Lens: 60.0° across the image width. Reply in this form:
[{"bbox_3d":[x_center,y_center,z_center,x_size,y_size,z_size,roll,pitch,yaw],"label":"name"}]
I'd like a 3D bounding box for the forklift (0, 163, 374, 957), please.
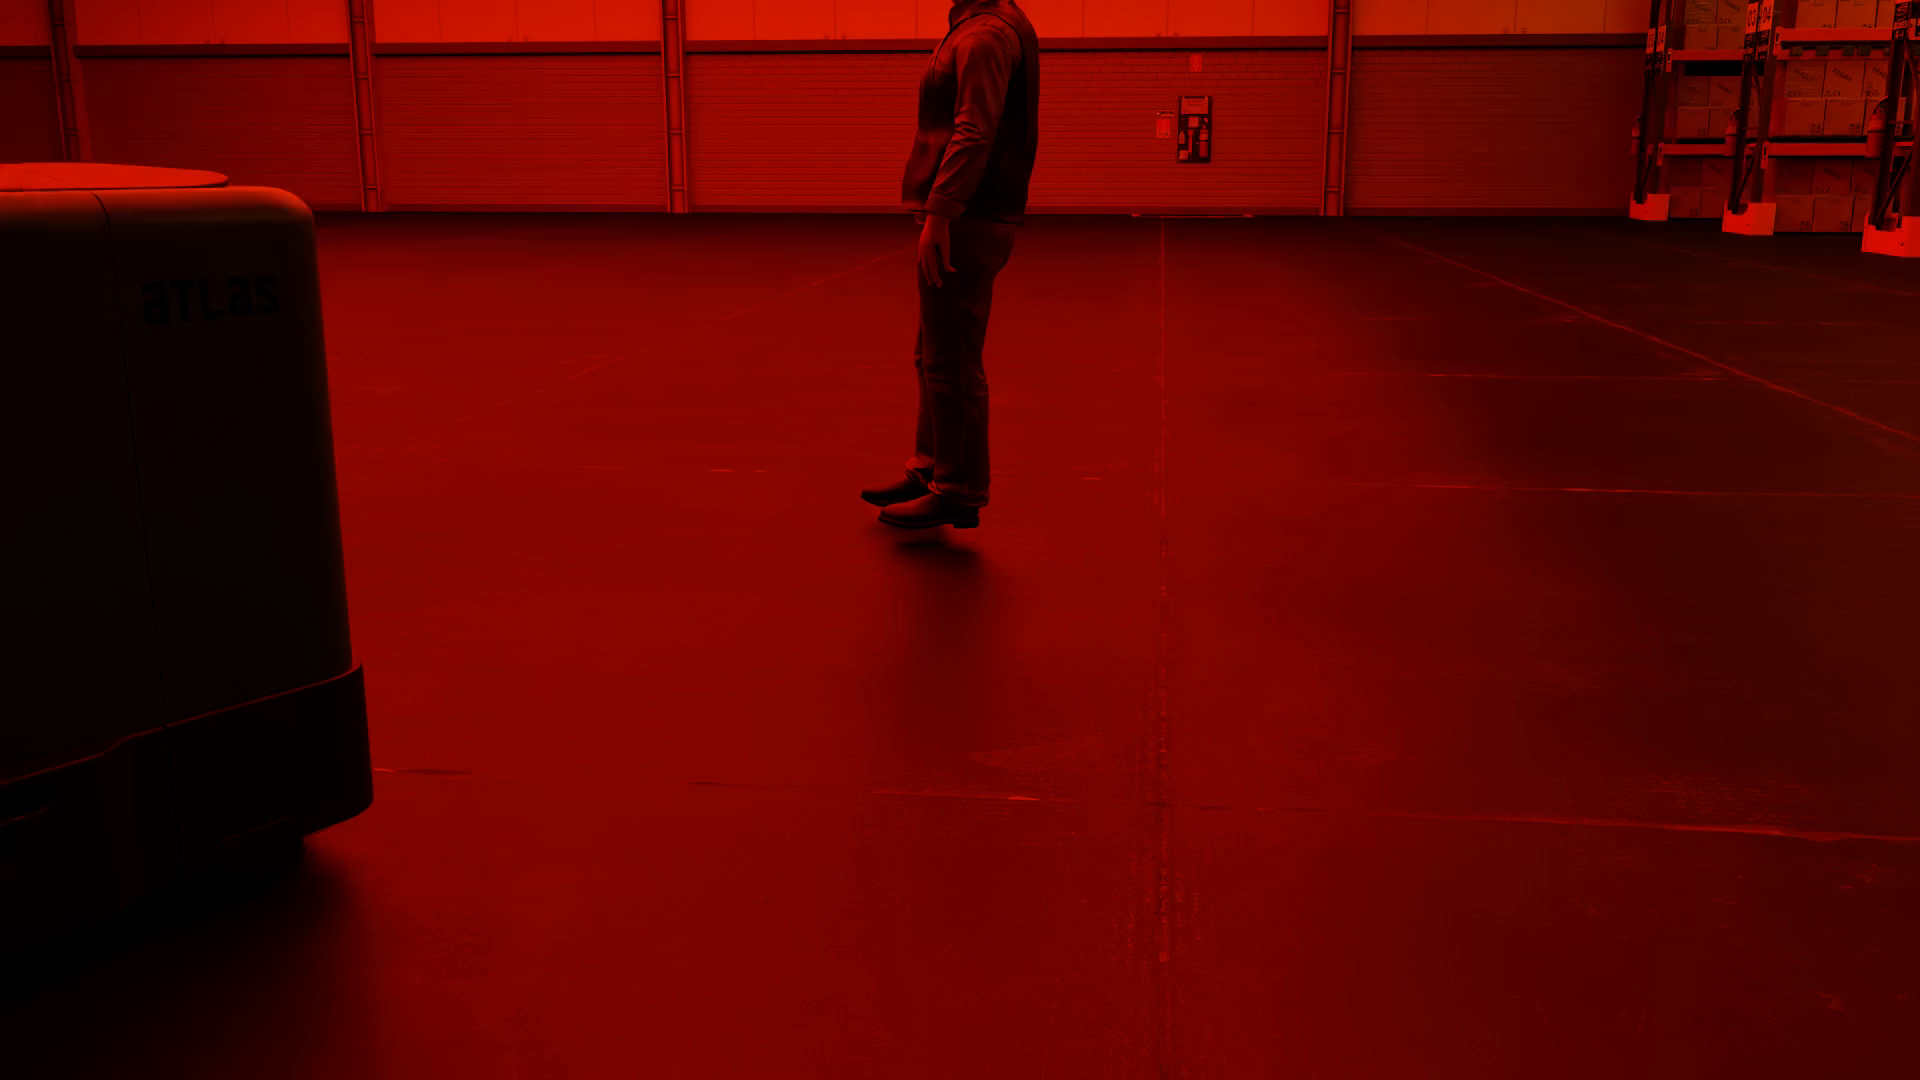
[{"bbox_3d":[-2.250,-0.714,1.564,1.130,2.935,3.031,9,16,35],"label":"forklift"}]

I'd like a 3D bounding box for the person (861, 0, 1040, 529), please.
[{"bbox_3d":[-0.062,-0.888,4.754,0.565,1.722,0.633,2,13,7],"label":"person"}]
